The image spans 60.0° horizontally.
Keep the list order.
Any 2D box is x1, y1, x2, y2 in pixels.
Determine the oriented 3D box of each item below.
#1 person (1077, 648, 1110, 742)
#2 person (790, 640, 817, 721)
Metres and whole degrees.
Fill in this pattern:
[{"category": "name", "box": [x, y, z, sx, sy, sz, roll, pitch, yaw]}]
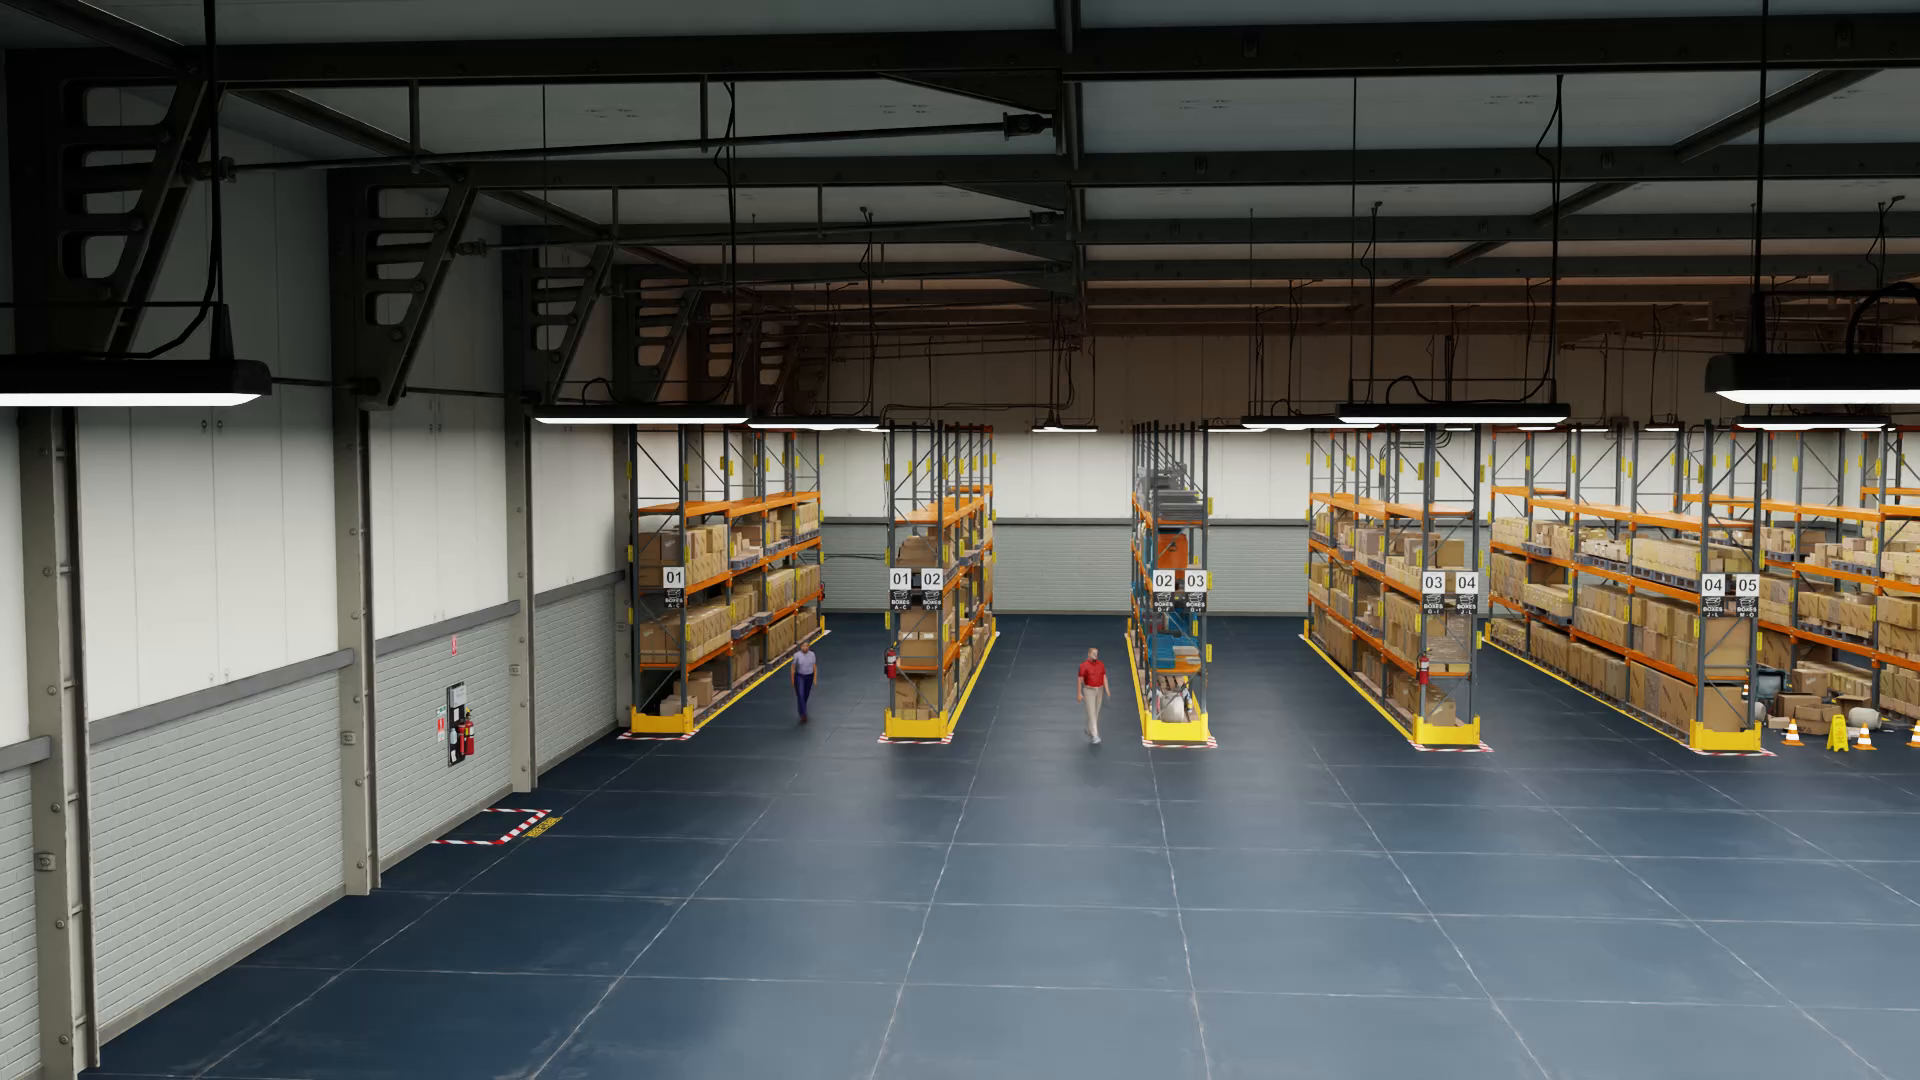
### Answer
[{"category": "person", "box": [2.545, 2.878, 31.196, 0.575, 1.697, 0.812, -3, 4, -35]}, {"category": "person", "box": [-3.118, 2.791, 33.336, 0.525, 1.592, 0.992, -2, 4, -32]}]
